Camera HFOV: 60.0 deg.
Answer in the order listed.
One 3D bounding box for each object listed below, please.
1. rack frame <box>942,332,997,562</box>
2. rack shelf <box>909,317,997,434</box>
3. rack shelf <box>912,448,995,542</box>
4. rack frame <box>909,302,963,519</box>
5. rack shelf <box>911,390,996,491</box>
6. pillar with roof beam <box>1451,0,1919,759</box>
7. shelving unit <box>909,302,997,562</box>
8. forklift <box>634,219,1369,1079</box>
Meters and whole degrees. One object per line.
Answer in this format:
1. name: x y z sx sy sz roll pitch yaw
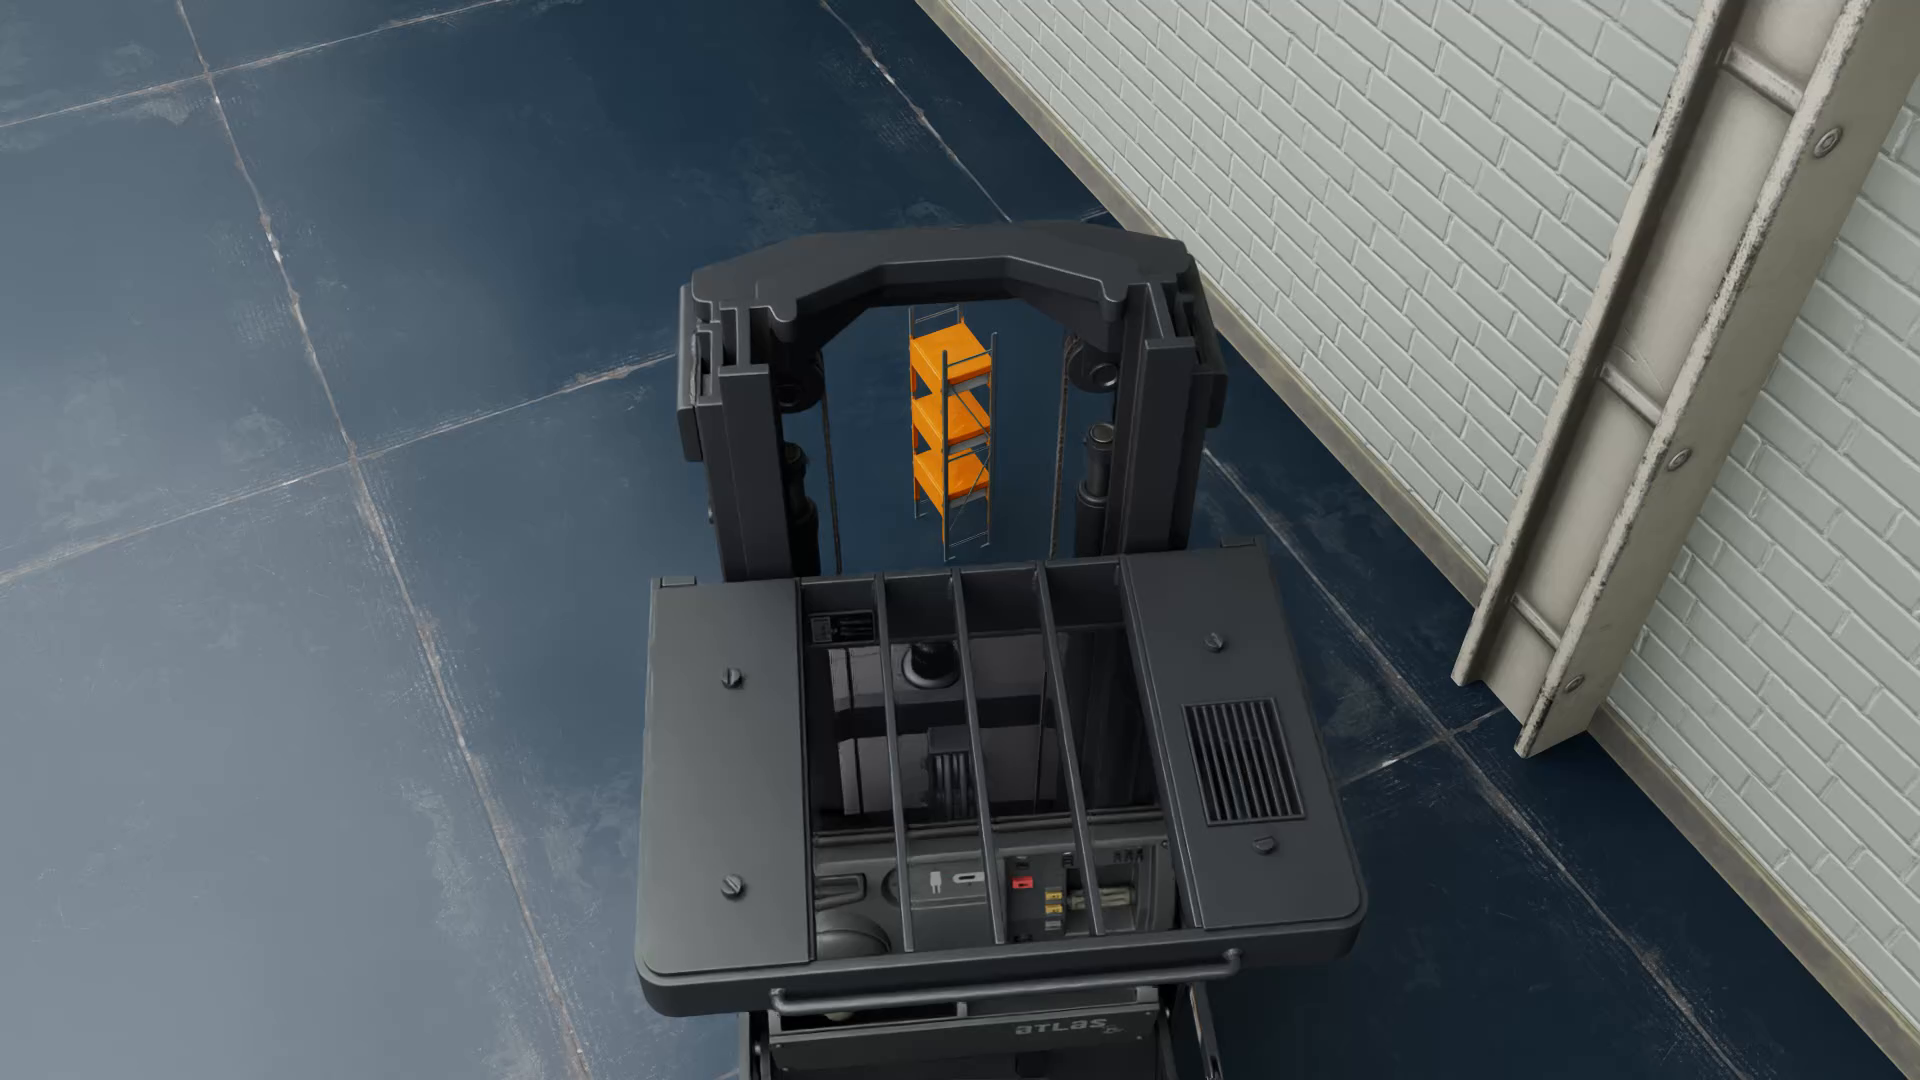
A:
1. rack frame: 0.031 -0.300 5.815 0.200 1.050 0.008 -21 52 -18
2. rack shelf: -0.025 -0.561 5.680 0.215 0.259 0.240 -21 52 -18
3. rack shelf: -0.025 -0.191 6.103 0.215 0.259 0.240 -21 52 -18
4. rack frame: -0.080 -0.463 5.958 0.200 1.050 0.008 -21 52 -18
5. rack shelf: -0.025 -0.374 5.894 0.215 0.259 0.240 -21 52 -18
6. pillar with roof beam: -1.883 -0.925 1.081 9.100 9.000 0.400 -21 52 -18
7. shelving unit: -0.025 -0.381 5.886 0.215 1.050 0.252 -21 52 -18
8. forklift: 0.030 0.933 3.487 1.130 2.935 3.031 -4 49 -3
